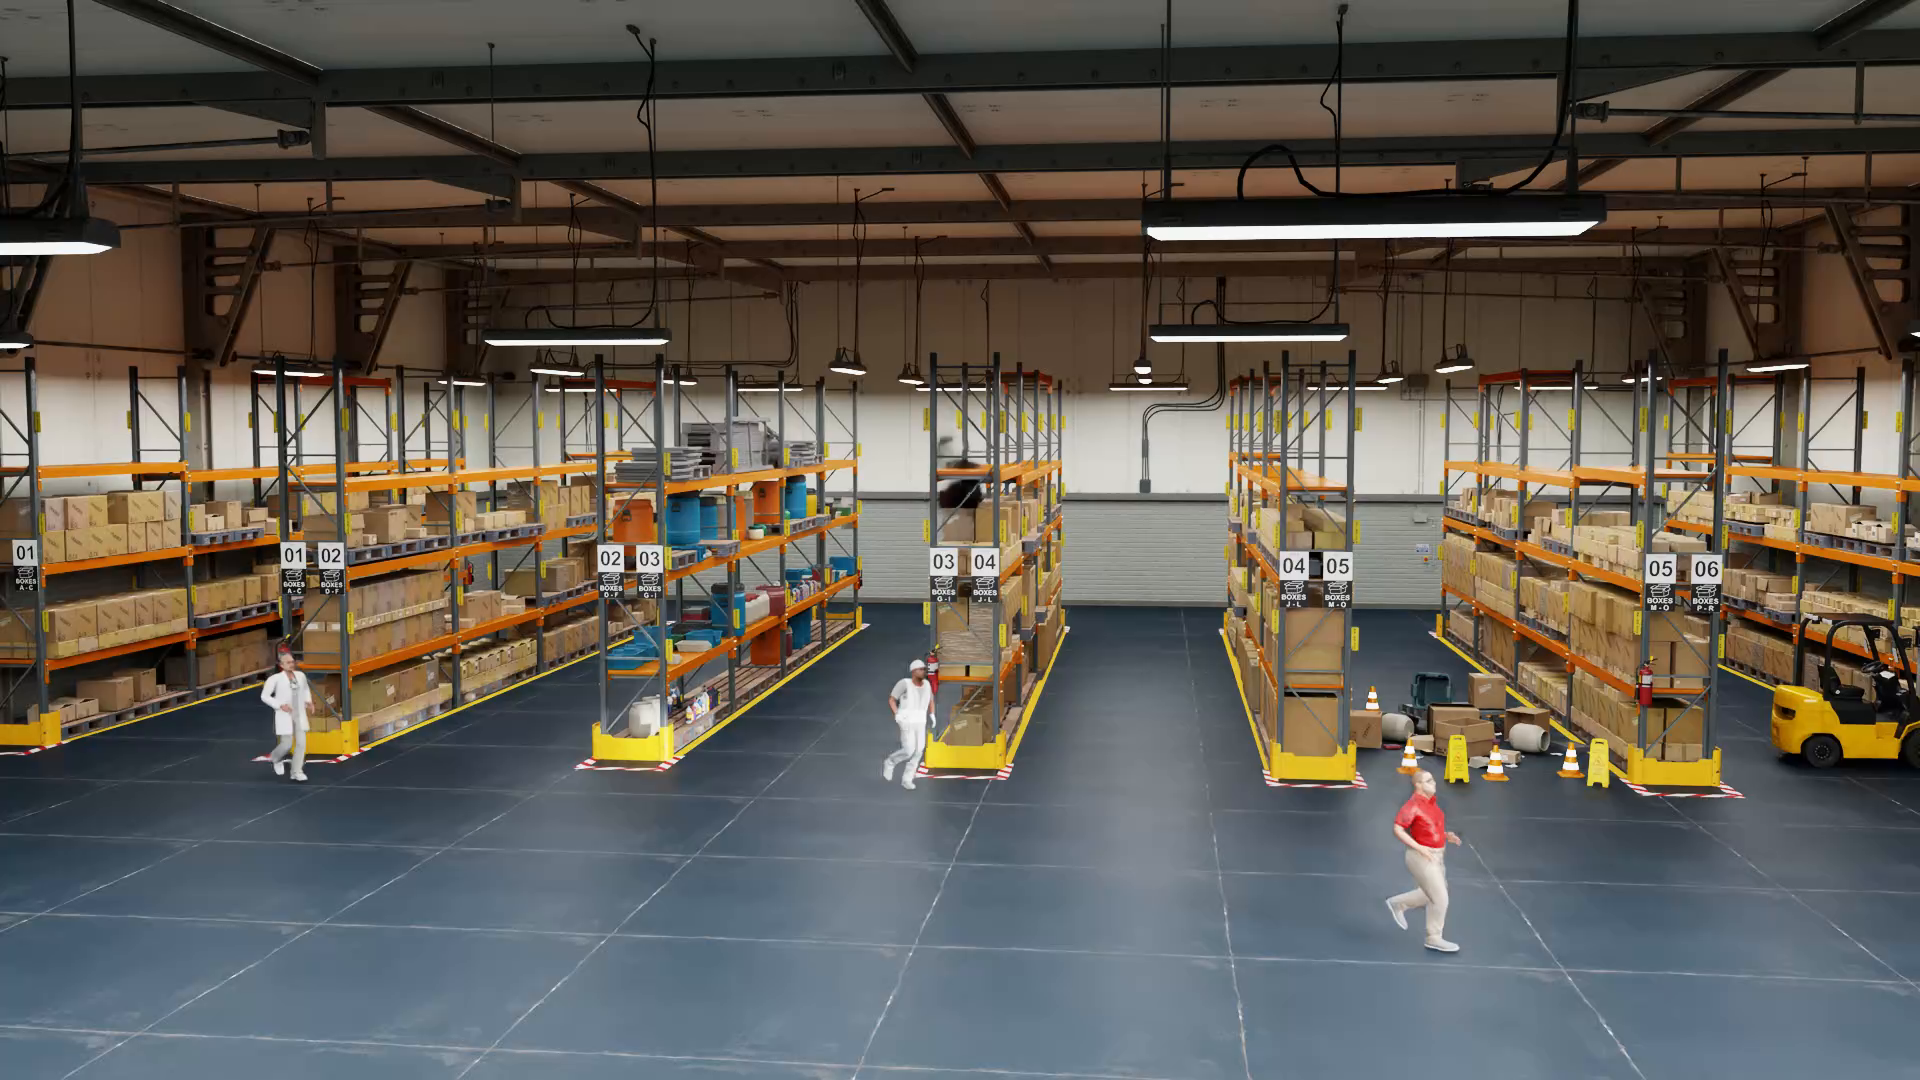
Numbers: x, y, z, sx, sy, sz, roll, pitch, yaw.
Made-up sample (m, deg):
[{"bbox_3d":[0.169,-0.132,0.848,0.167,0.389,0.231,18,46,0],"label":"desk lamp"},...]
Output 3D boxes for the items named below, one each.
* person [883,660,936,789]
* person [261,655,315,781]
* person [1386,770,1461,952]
[{"bbox_3d":[-0.656,2.517,22.971,0.713,1.723,0.591,-3,5,-39],"label":"person"},{"bbox_3d":[-9.407,2.479,23.301,0.798,1.752,0.731,4,5,41],"label":"person"},{"bbox_3d":[4.409,3.036,15.893,0.779,1.681,0.672,3,5,38],"label":"person"}]
